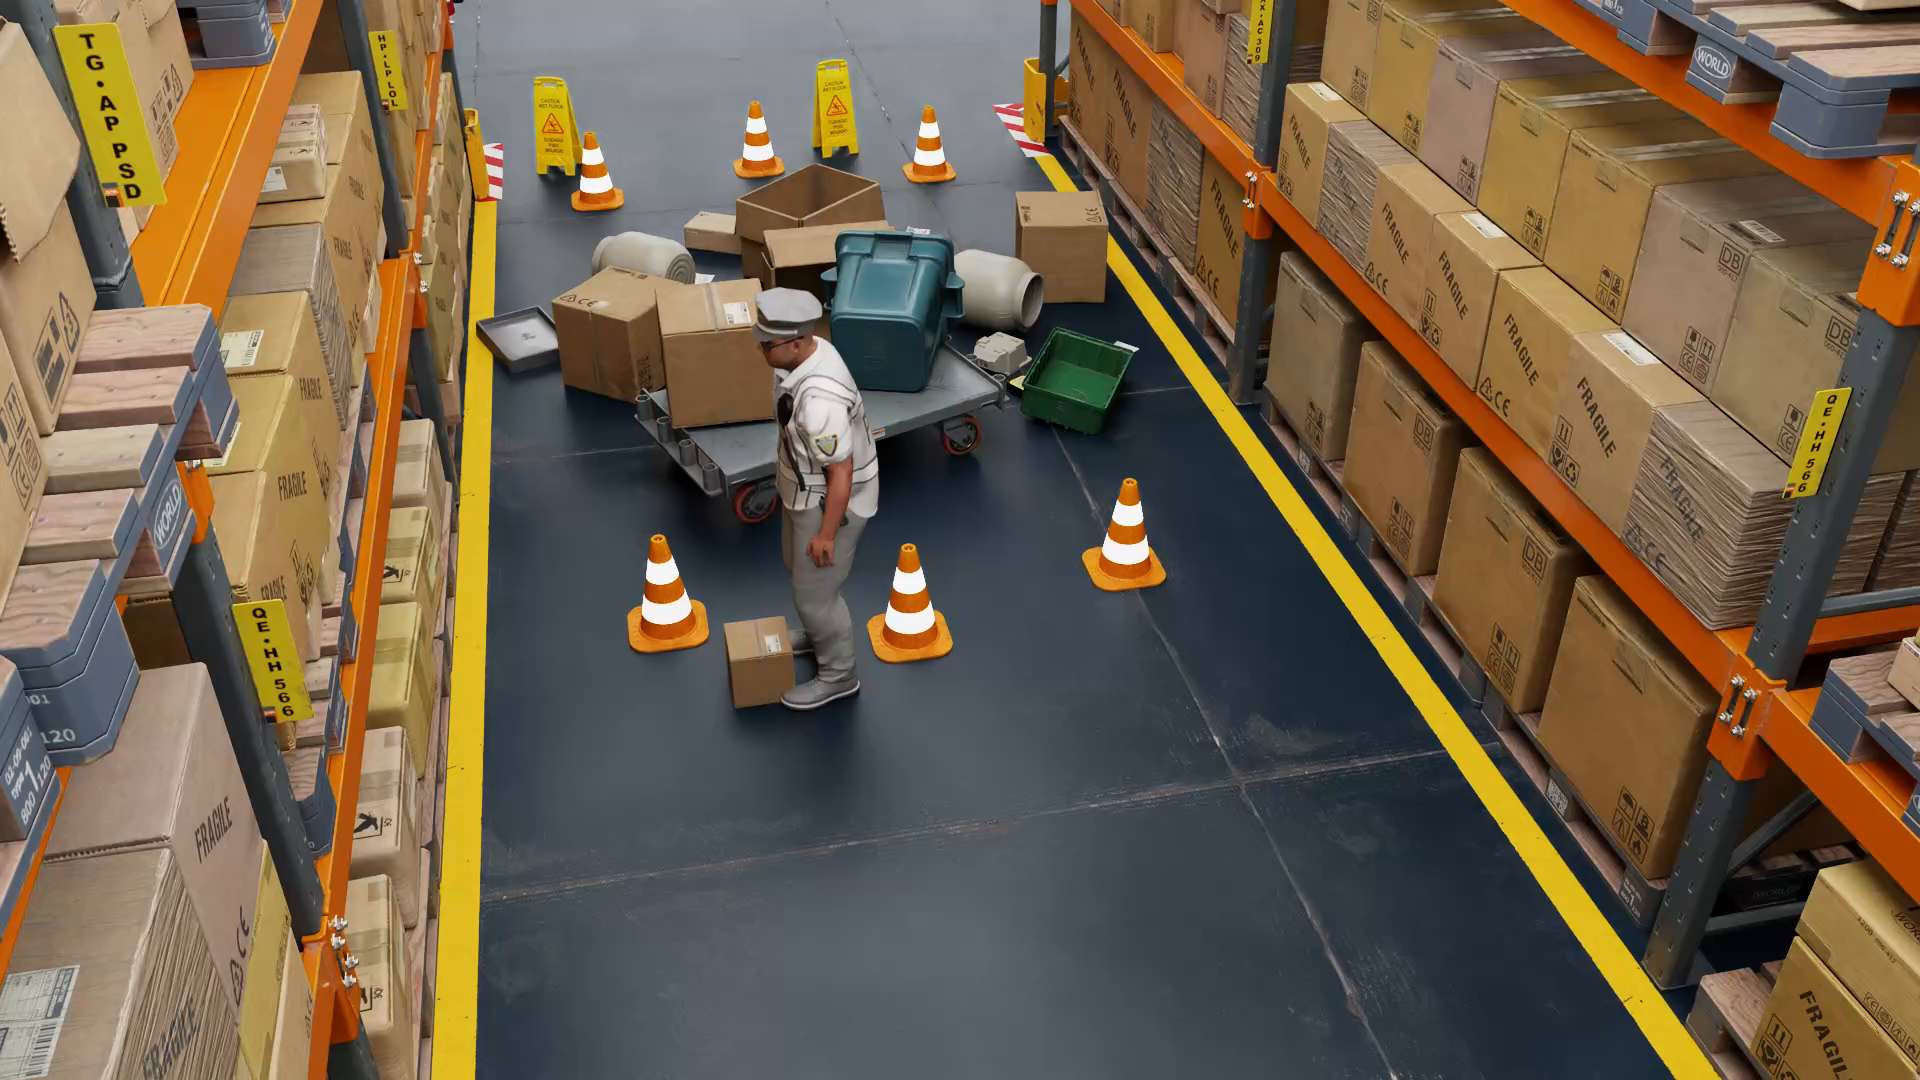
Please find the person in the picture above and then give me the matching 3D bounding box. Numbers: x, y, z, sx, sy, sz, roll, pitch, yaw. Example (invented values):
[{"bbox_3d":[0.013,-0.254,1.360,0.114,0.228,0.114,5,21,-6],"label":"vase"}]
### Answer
[{"bbox_3d":[-0.545,-0.162,6.375,0.444,1.747,0.604,-9,35,-13],"label":"person"}]
